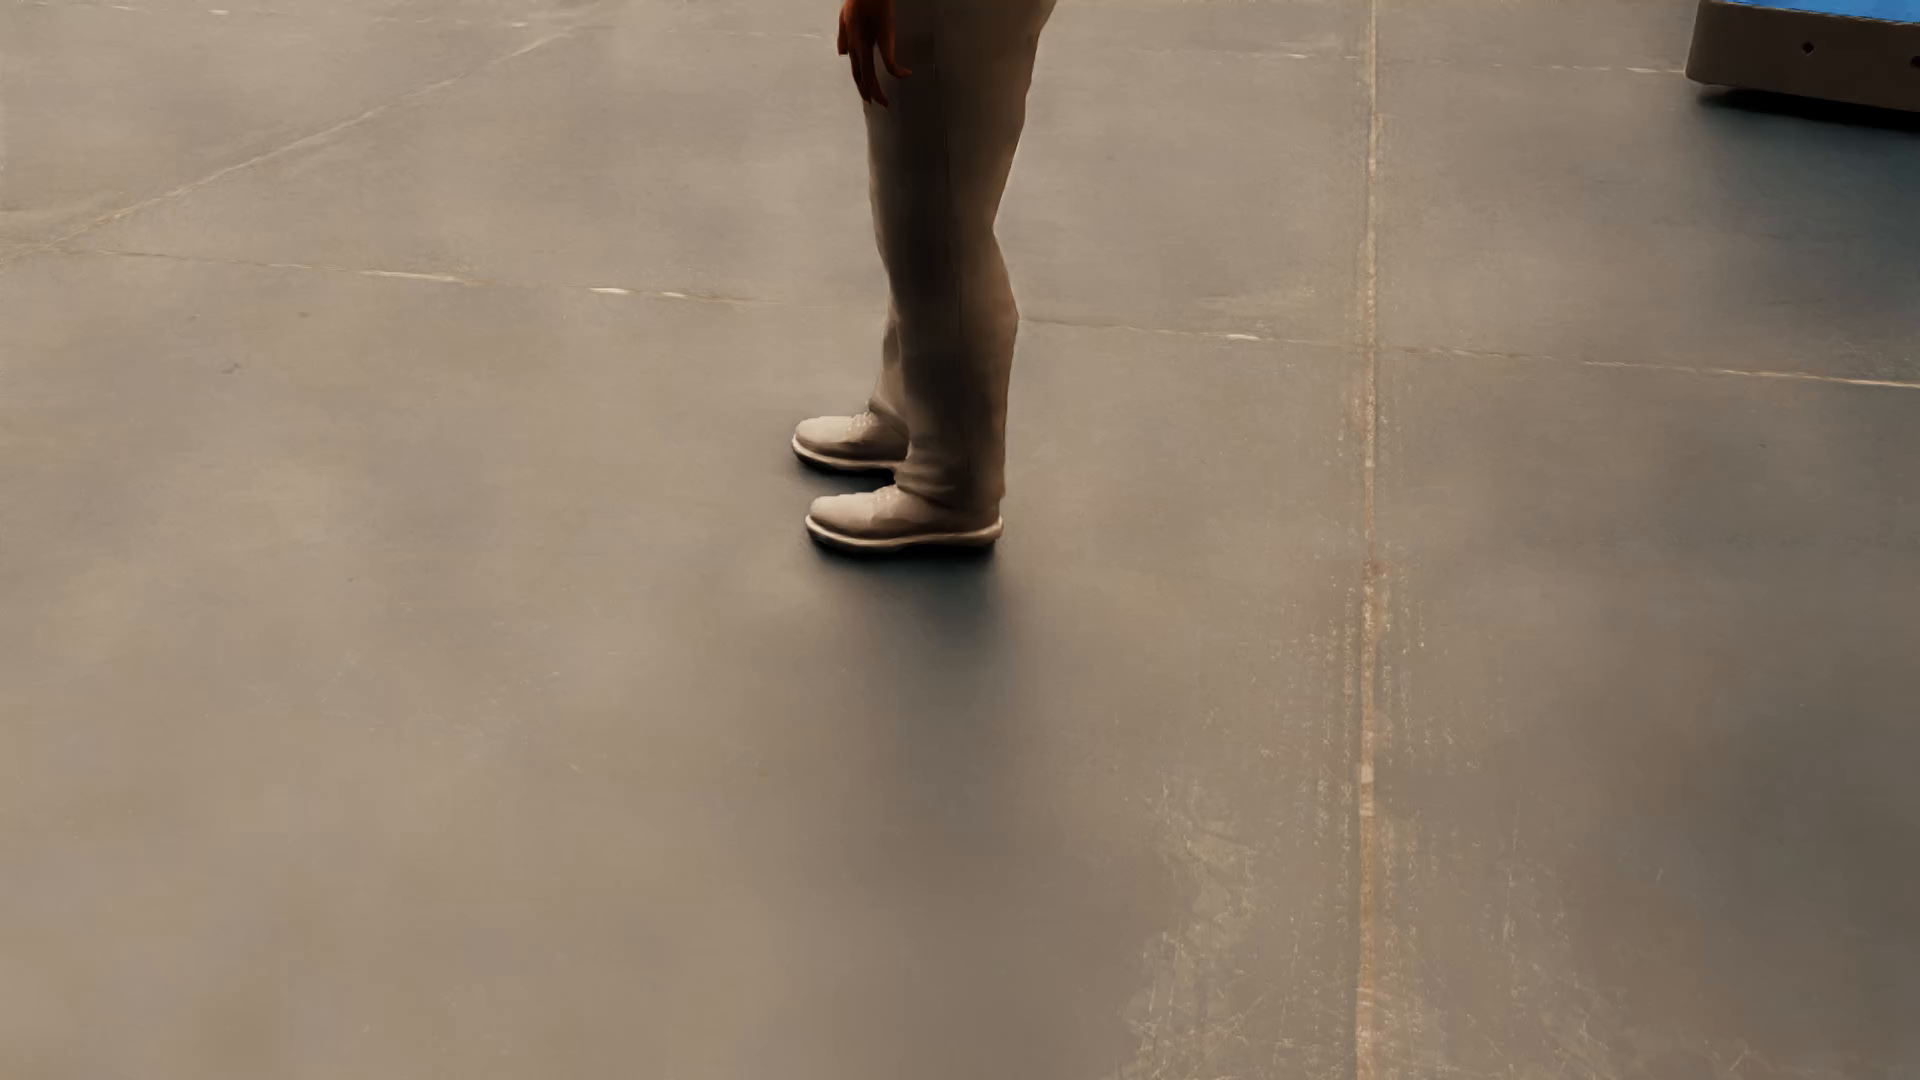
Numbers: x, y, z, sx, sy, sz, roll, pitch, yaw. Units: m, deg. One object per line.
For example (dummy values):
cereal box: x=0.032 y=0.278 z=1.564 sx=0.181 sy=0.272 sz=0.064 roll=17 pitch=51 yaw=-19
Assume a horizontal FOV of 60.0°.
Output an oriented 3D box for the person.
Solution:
person: x=-0.069 y=-0.779 z=2.147 sx=0.529 sy=1.695 sz=0.570 roll=6 pitch=27 yaw=11

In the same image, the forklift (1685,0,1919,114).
forklift: x=3.669 y=-3.013 z=5.219 sx=1.130 sy=2.935 sz=3.031 roll=24 pitch=35 yaw=39
